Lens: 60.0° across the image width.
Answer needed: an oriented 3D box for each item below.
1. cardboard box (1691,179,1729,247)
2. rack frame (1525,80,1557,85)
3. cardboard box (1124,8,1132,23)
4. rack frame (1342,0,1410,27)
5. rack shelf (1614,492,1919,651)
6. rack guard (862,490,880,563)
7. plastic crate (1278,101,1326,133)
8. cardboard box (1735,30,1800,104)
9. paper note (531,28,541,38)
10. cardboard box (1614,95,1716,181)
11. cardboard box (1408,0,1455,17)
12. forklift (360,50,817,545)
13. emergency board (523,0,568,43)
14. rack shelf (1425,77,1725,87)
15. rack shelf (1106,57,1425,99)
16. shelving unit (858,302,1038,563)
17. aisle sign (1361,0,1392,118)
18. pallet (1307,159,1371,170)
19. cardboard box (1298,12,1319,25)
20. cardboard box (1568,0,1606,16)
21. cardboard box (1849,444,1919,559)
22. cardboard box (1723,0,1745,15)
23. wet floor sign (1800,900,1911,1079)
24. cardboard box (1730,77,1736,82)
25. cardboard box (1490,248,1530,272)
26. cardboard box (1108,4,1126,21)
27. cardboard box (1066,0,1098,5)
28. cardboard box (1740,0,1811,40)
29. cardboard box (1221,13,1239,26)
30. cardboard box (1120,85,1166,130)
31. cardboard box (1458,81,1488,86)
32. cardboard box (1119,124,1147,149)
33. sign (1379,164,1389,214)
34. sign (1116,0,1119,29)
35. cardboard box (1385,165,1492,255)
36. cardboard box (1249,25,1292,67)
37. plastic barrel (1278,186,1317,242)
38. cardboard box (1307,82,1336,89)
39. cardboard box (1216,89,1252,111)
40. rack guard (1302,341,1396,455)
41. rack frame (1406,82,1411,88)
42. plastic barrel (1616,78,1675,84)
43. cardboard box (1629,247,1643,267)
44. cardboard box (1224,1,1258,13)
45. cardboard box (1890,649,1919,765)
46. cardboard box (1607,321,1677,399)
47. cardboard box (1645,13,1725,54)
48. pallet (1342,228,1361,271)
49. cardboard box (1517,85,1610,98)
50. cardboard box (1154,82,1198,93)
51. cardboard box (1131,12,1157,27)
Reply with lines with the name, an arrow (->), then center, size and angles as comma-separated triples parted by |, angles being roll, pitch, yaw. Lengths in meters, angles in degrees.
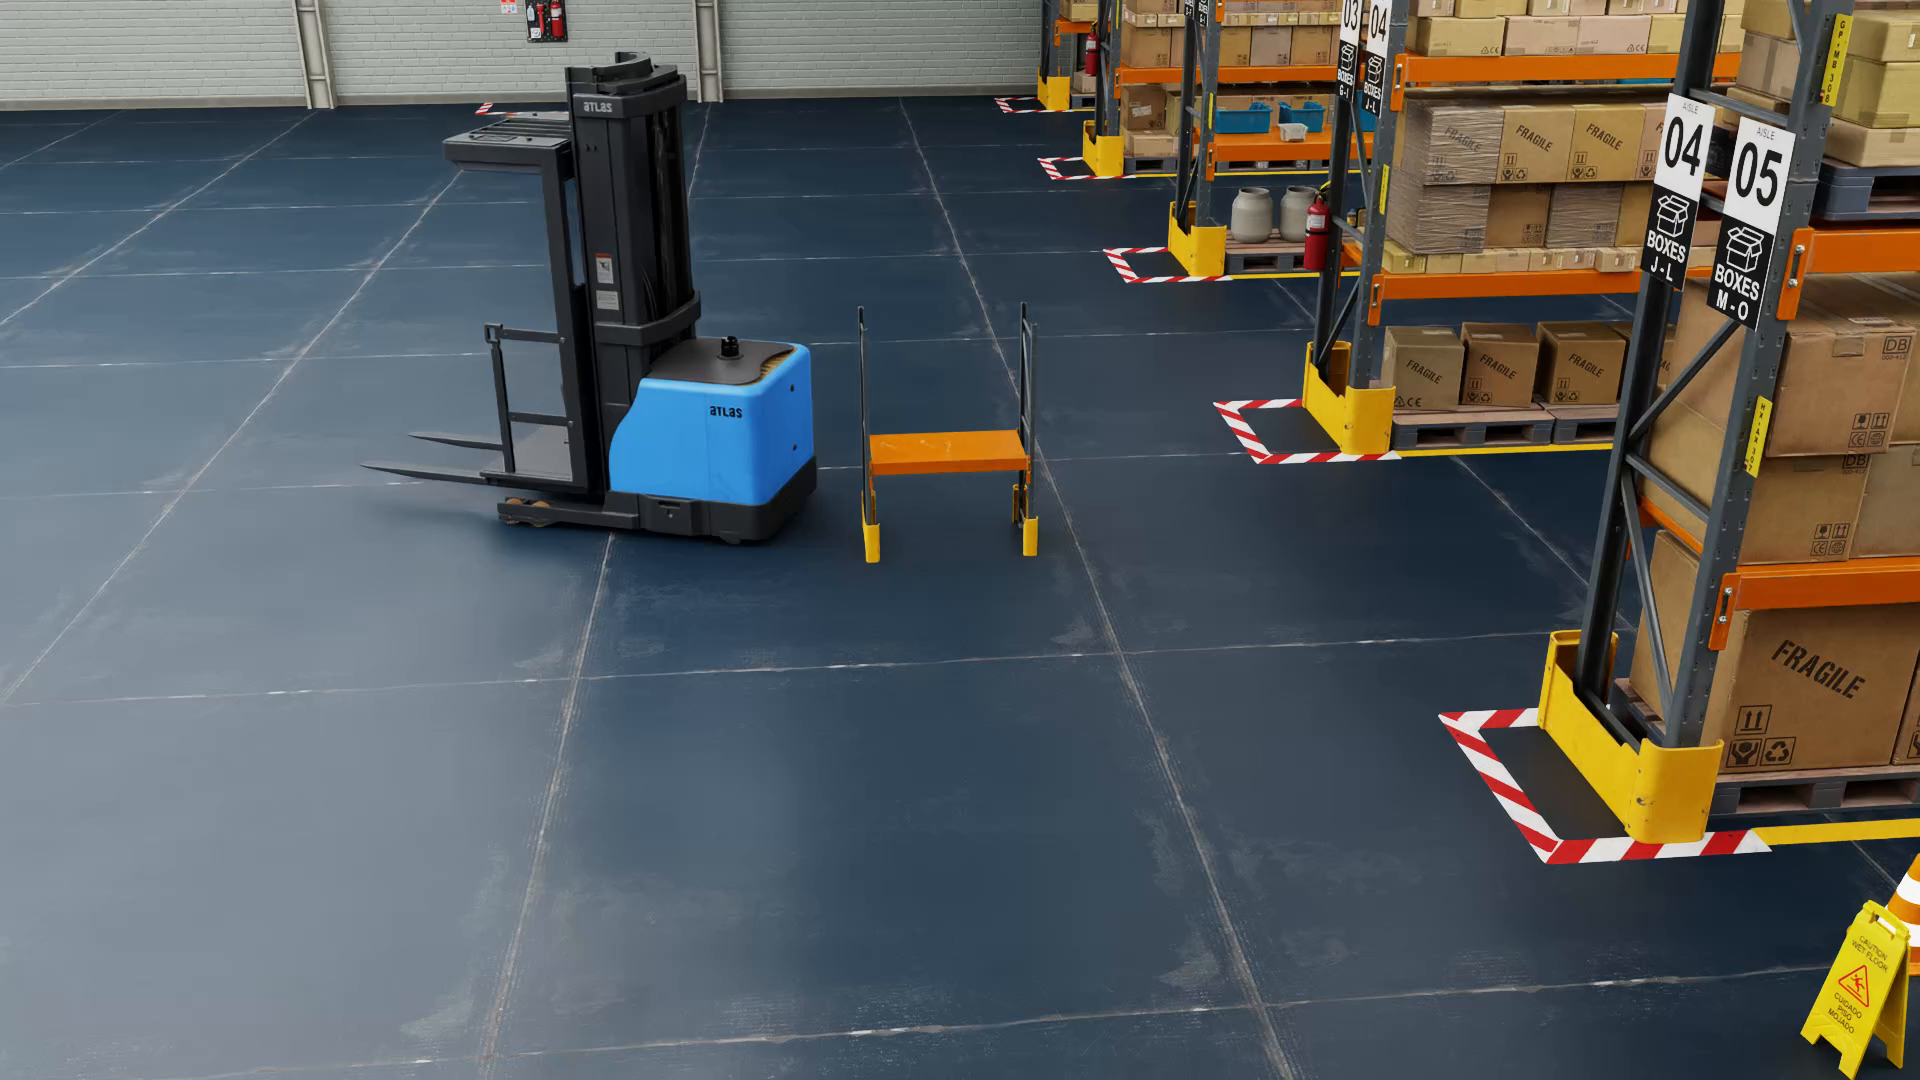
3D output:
cardboard box -> 5.389, -2.509, 12.213 | 0.500, 0.500, 0.875 | -2, 24, -5
rack frame -> 9.352, -8.553, 26.300 | 0.127, 3.000, 1.000 | -2, 24, -5
cardboard box -> 2.243, -6.666, 21.133 | 0.250, 0.149, 0.380 | -3, 24, -6
rack frame -> 2.851, -4.969, 10.850 | 0.127, 3.000, 1.000 | -2, 24, -5
rack shelf -> 5.229, 0.030, 7.874 | 4.000, 0.370, 1.077 | -2, 24, -5
rack guard -> -0.571, -0.091, 10.648 | 0.087, 0.250, 0.587 | -2, 24, -5
plastic crate -> 3.480, -4.326, 16.973 | 0.408, 0.251, 0.499 | -2, 24, -5
cardboard box -> 3.698, -2.027, 7.102 | 0.500, 0.250, 0.500 | -2, 24, -4
paper note -> -6.615, -7.907, 25.931 | 0.142, 0.148, 0.016 | -2, 24, -5
cardboard box -> 4.918, -2.838, 11.721 | 0.500, 0.500, 0.500 | -2, 24, -5
cardboard box -> 3.148, -3.629, 11.223 | 0.250, 0.149, 0.380 | -2, 24, -6
forklift -> -2.553, -1.623, 10.793 | 3.031, 2.935, 1.130 | 6, 25, 13
emergency board -> -6.432, -8.289, 25.705 | 0.643, 1.169, 0.194 | -2, 24, -5
rack shelf -> 7.852, -6.142, 21.762 | 4.000, 0.370, 1.077 | -2, 24, -5
rack shelf -> 3.872, -5.983, 21.403 | 4.000, 0.370, 1.077 | -2, 24, -5
shelving unit -> -0.076, -0.682, 10.439 | 1.083, 1.500, 0.587 | -2, 24, -5
aisle sign -> 2.819, -3.292, 11.262 | 0.004, 0.787, 0.394 | -2, 24, -5
pallet -> 5.067, -5.102, 21.969 | 1.213, 0.211, 1.003 | -2, 24, -5
cardboard box -> 4.349, -6.586, 20.952 | 0.250, 0.149, 0.380 | -2, 24, -4
cardboard box -> 4.175, -3.650, 11.271 | 0.250, 0.149, 0.380 | -2, 24, -5
cardboard box -> 4.148, -0.351, 7.662 | 0.550, 0.550, 0.875 | -2, 24, -5
cardboard box -> 5.226, -3.687, 11.353 | 0.250, 0.149, 0.380 | -1, 24, -3
wet floor sign -> 3.404, 1.659, 6.224 | 0.232, 0.644, 0.267 | -6, 25, -14
cardboard box -> 12.699, -7.844, 26.834 | 0.750, 0.750, 0.750 | -2, 24, -5
cardboard box -> 3.906, -2.052, 11.983 | 0.250, 0.149, 0.380 | -2, 24, -5
cardboard box -> 2.423, -8.092, 25.422 | 0.500, 0.250, 0.500 | -3, 24, -7
cardboard box -> 1.895, -8.415, 25.225 | 0.500, 0.500, 0.500 | -2, 24, -5
cardboard box -> 3.540, -2.227, 7.062 | 0.250, 0.149, 0.380 | -2, 24, -5
cardboard box -> 3.320, -6.544, 20.858 | 0.250, 0.149, 0.380 | -3, 24, -7
cardboard box -> 2.386, -5.651, 21.717 | 0.500, 0.500, 0.500 | -2, 24, -5
cardboard box -> 8.117, -7.588, 26.666 | 0.500, 0.500, 0.700 | -2, 24, -5
cardboard box -> 2.386, -5.308, 21.867 | 0.500, 0.250, 0.500 | -2, 24, -5
sign -> 2.905, -2.404, 11.399 | 0.005, 0.325, 0.100 | -2, 24, -5
sign -> 1.930, -6.439, 20.380 | 0.005, 0.325, 0.100 | -2, 24, -5
cardboard box -> 3.401, -2.420, 12.012 | 0.500, 0.500, 0.875 | -2, 24, -5
cardboard box -> 3.888, -6.354, 21.228 | 0.500, 0.500, 0.700 | -2, 24, -4
plastic barrel -> 3.511, -3.362, 17.166 | 0.421, 0.512, 0.421 | 0, 24, 0
cardboard box -> 4.873, -5.754, 21.948 | 0.500, 0.500, 0.500 | -2, 24, -5
cardboard box -> 3.431, -5.487, 21.347 | 0.500, 0.500, 0.500 | -2, 24, -5
rack guard -> 2.927, -1.088, 12.583 | 0.348, 0.500, 1.175 | -2, 24, -5
rack frame -> 5.862, -6.391, 21.436 | 0.127, 3.000, 1.000 | -2, 24, -5
plastic barrel -> 6.759, -4.511, 16.589 | 0.708, 0.901, 0.600 | -2, 24, -5
cardboard box -> 4.896, -2.112, 12.118 | 0.250, 0.149, 0.380 | -2, 24, -5
cardboard box -> 3.424, -6.929, 20.926 | 0.500, 0.500, 0.700 | -2, 24, -5
cardboard box -> 4.782, 0.471, 8.097 | 0.875, 0.875, 0.875 | -3, 24, -6
cardboard box -> 5.251, -1.354, 12.665 | 0.500, 0.500, 0.500 | -4, 24, -10
cardboard box -> 4.880, -3.508, 11.442 | 0.500, 0.250, 0.500 | -2, 24, -4
pallet -> 4.456, -3.055, 17.363 | 1.213, 0.211, 1.003 | -2, 24, -5
cardboard box -> 4.369, -3.029, 12.151 | 0.500, 0.500, 0.500 | -2, 24, -5
cardboard box -> 3.390, -7.316, 26.052 | 0.500, 0.500, 0.700 | -4, 24, -8
cardboard box -> 2.293, -6.502, 20.764 | 0.250, 0.149, 0.380 | -2, 24, -6
